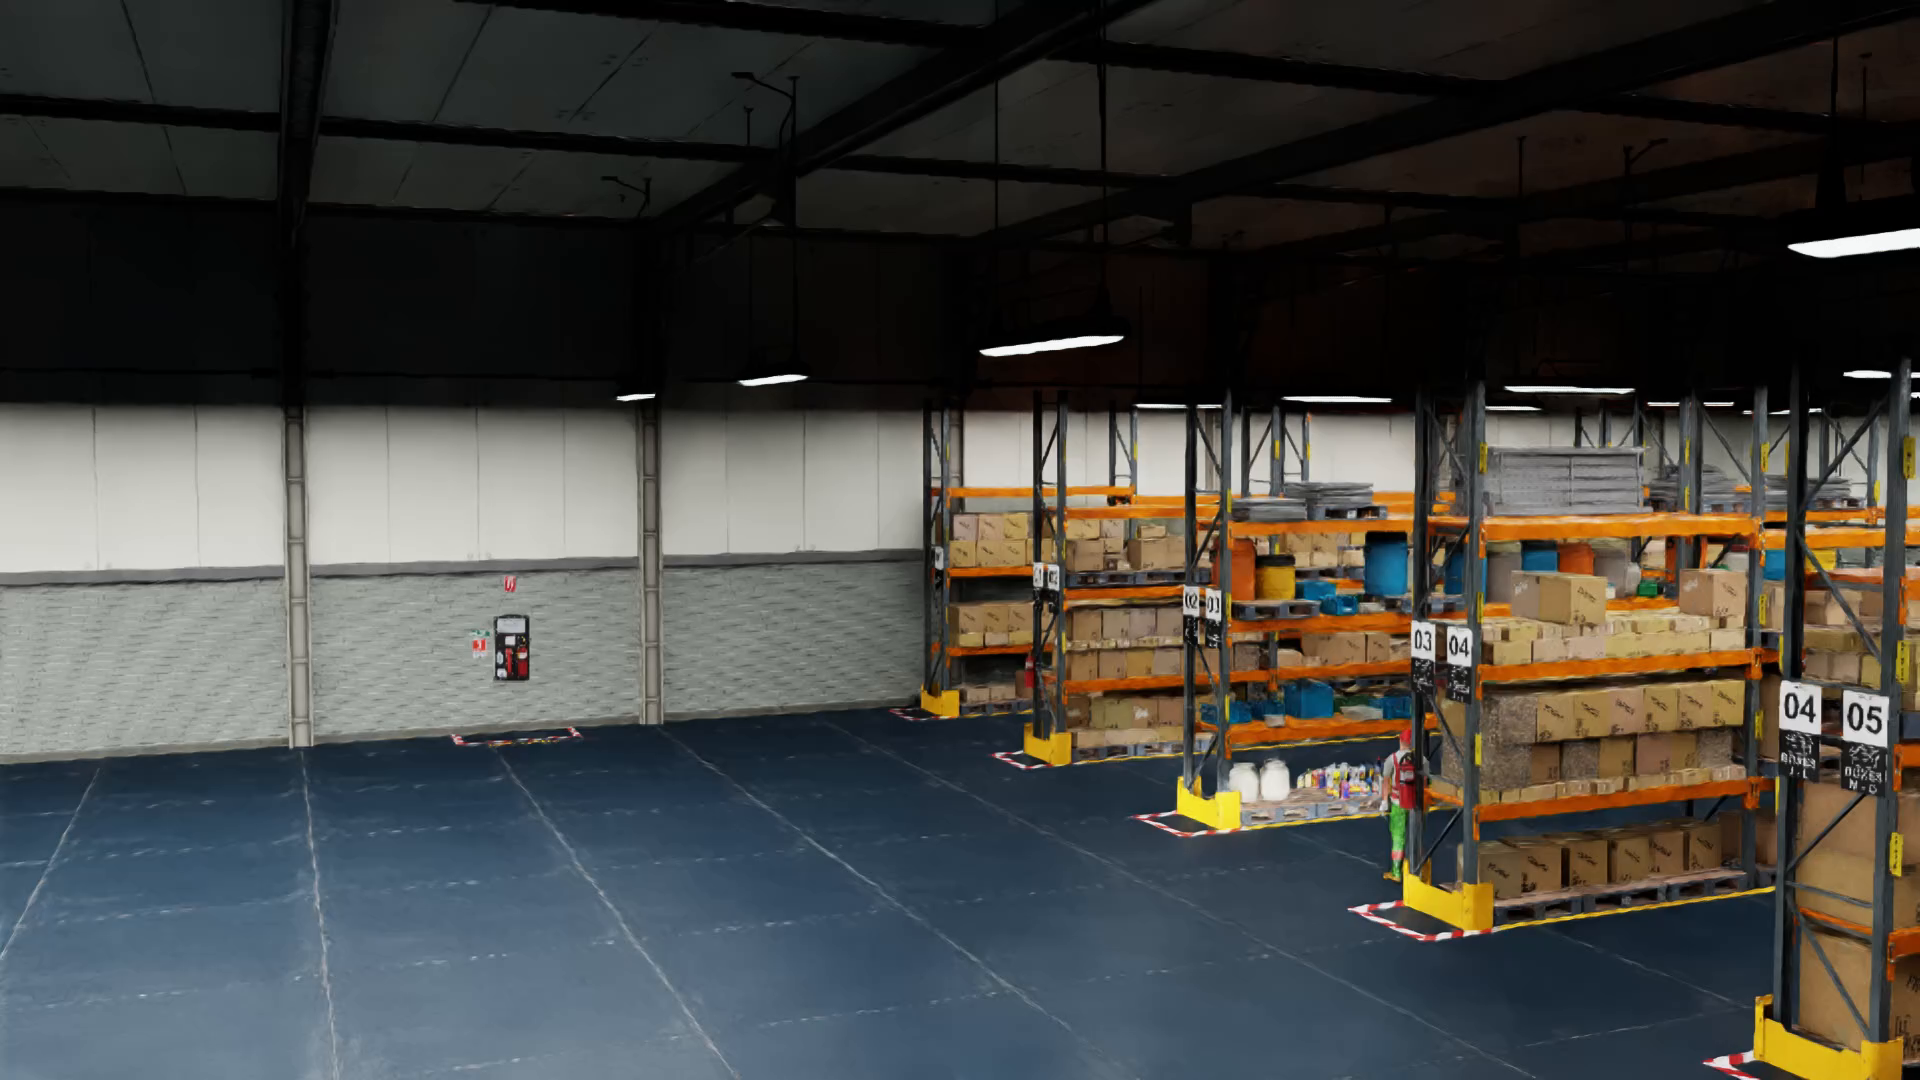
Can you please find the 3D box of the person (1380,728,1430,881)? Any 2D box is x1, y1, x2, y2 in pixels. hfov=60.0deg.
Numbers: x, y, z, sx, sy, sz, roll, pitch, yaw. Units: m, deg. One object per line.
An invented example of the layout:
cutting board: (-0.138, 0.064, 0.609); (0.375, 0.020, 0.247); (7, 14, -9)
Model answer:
person: (5.251, 3.098, 19.651); (0.608, 1.787, 0.486); (0, 3, 0)
